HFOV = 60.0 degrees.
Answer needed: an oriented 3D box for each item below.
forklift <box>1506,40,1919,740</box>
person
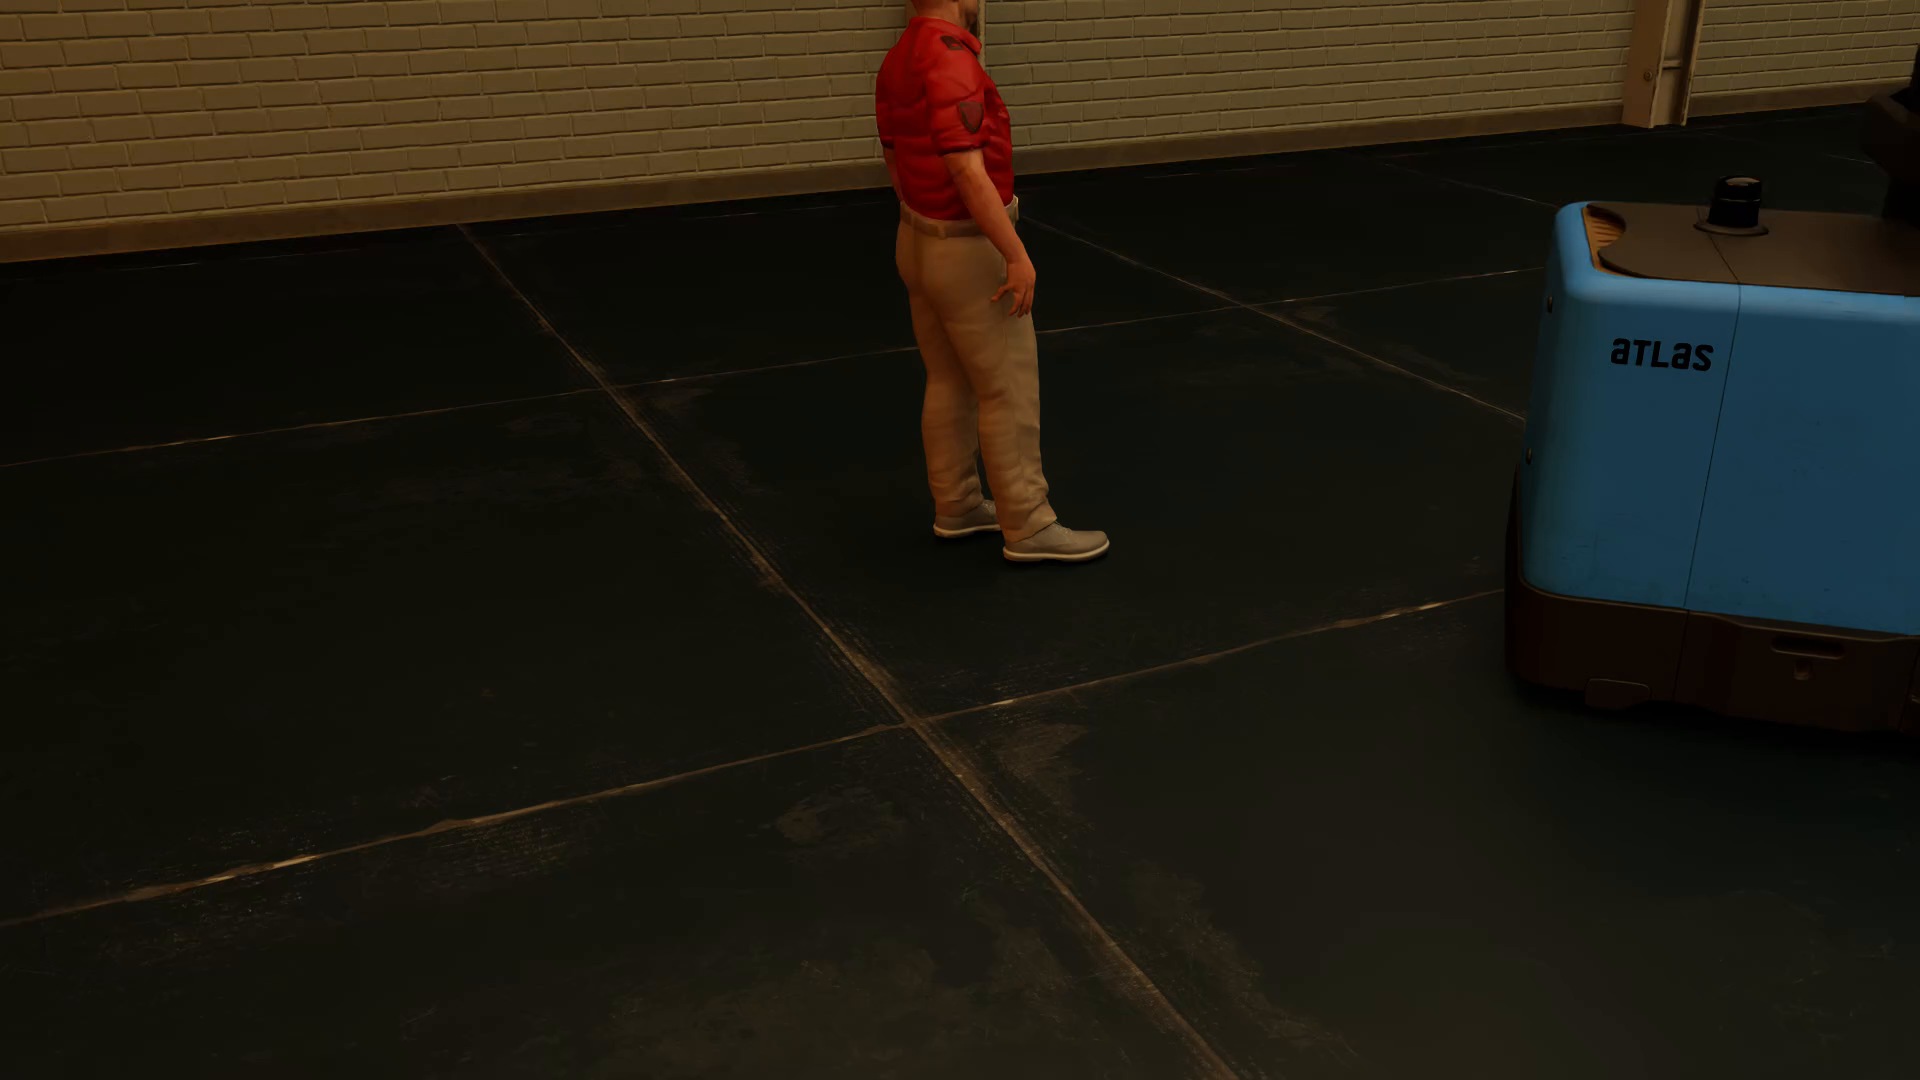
[{"bbox_3d":[2.942,-0.963,3.605,3.031,2.935,1.130,7,23,16],"label":"forklift"},{"bbox_3d":[0.086,-0.815,4.797,0.551,1.727,0.640,-10,25,-23],"label":"person"}]
